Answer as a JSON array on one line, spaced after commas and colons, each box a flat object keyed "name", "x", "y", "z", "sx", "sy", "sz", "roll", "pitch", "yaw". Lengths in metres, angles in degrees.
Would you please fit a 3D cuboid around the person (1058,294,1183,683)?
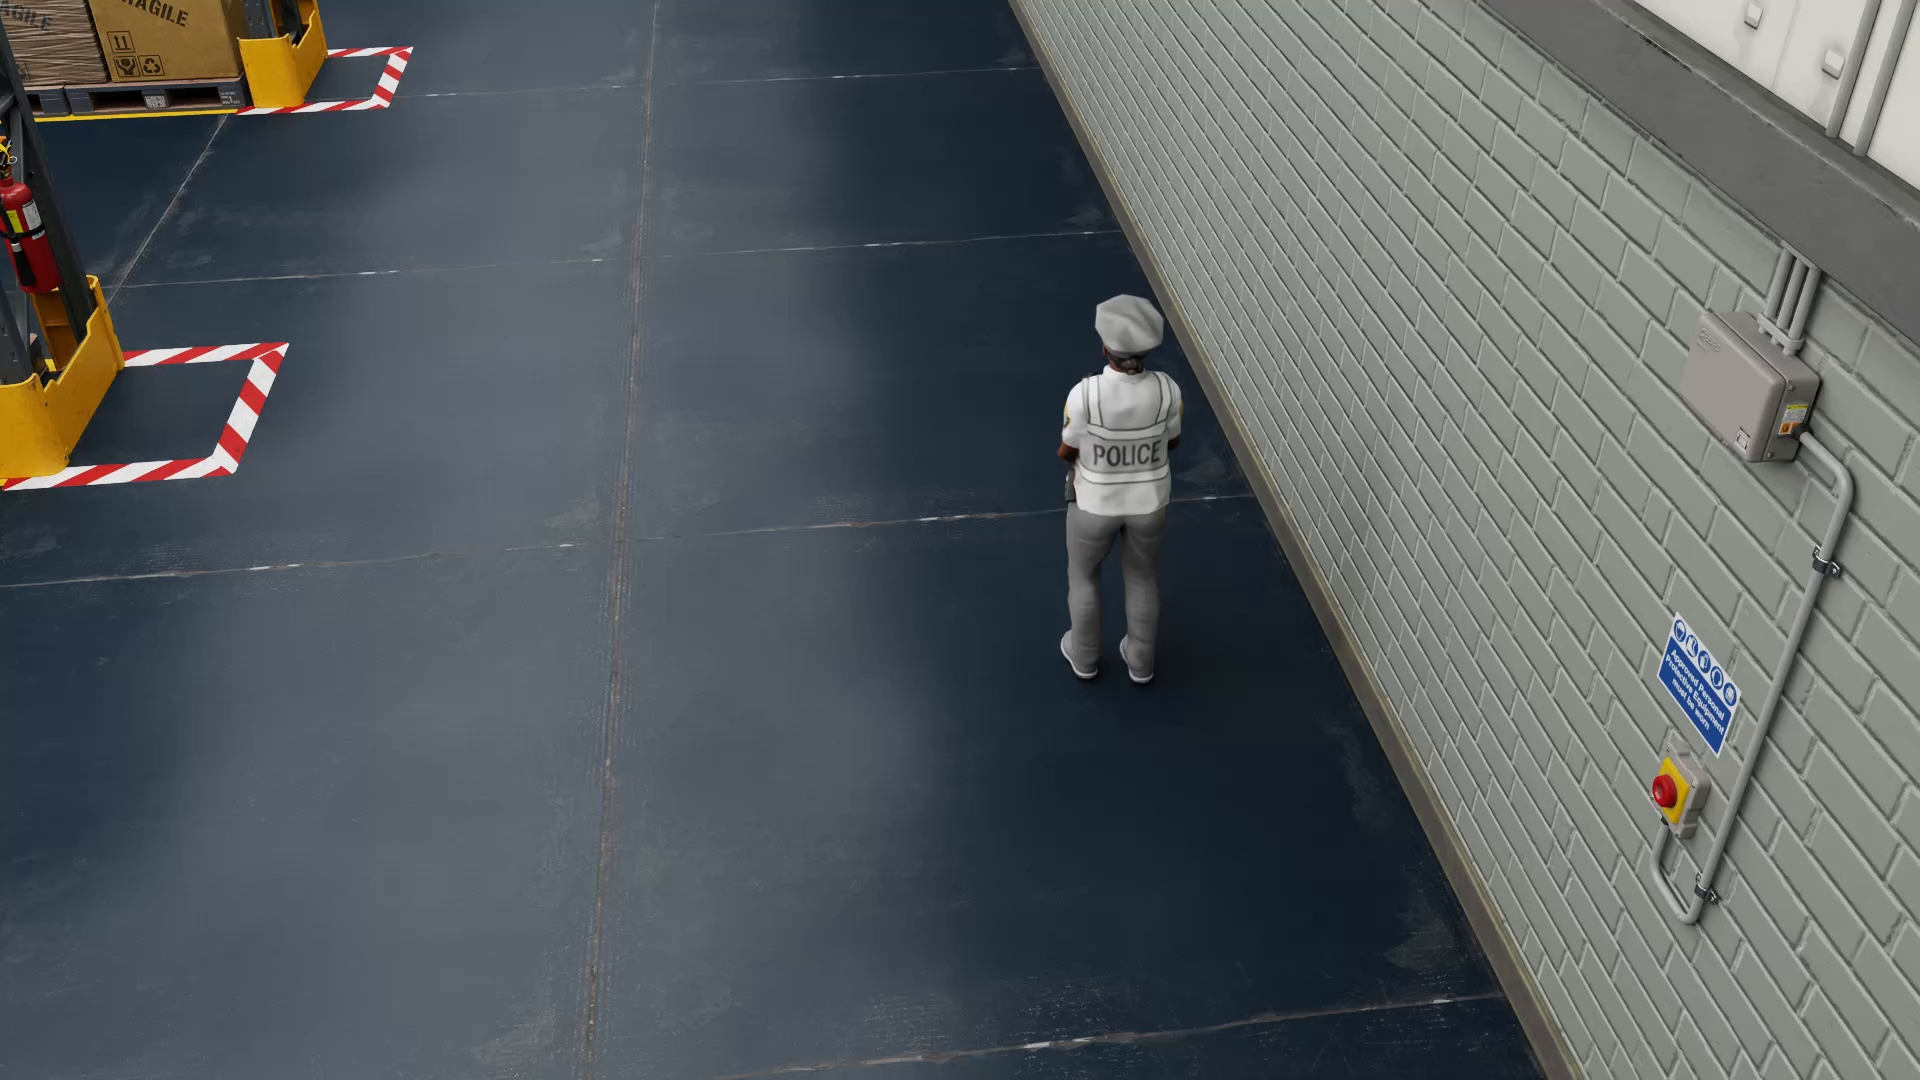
[{"name": "person", "x": 0.588, "y": -0.199, "z": 6.400, "sx": 0.464, "sy": 1.692, "sz": 0.506, "roll": -5, "pitch": 35, "yaw": -7}]
